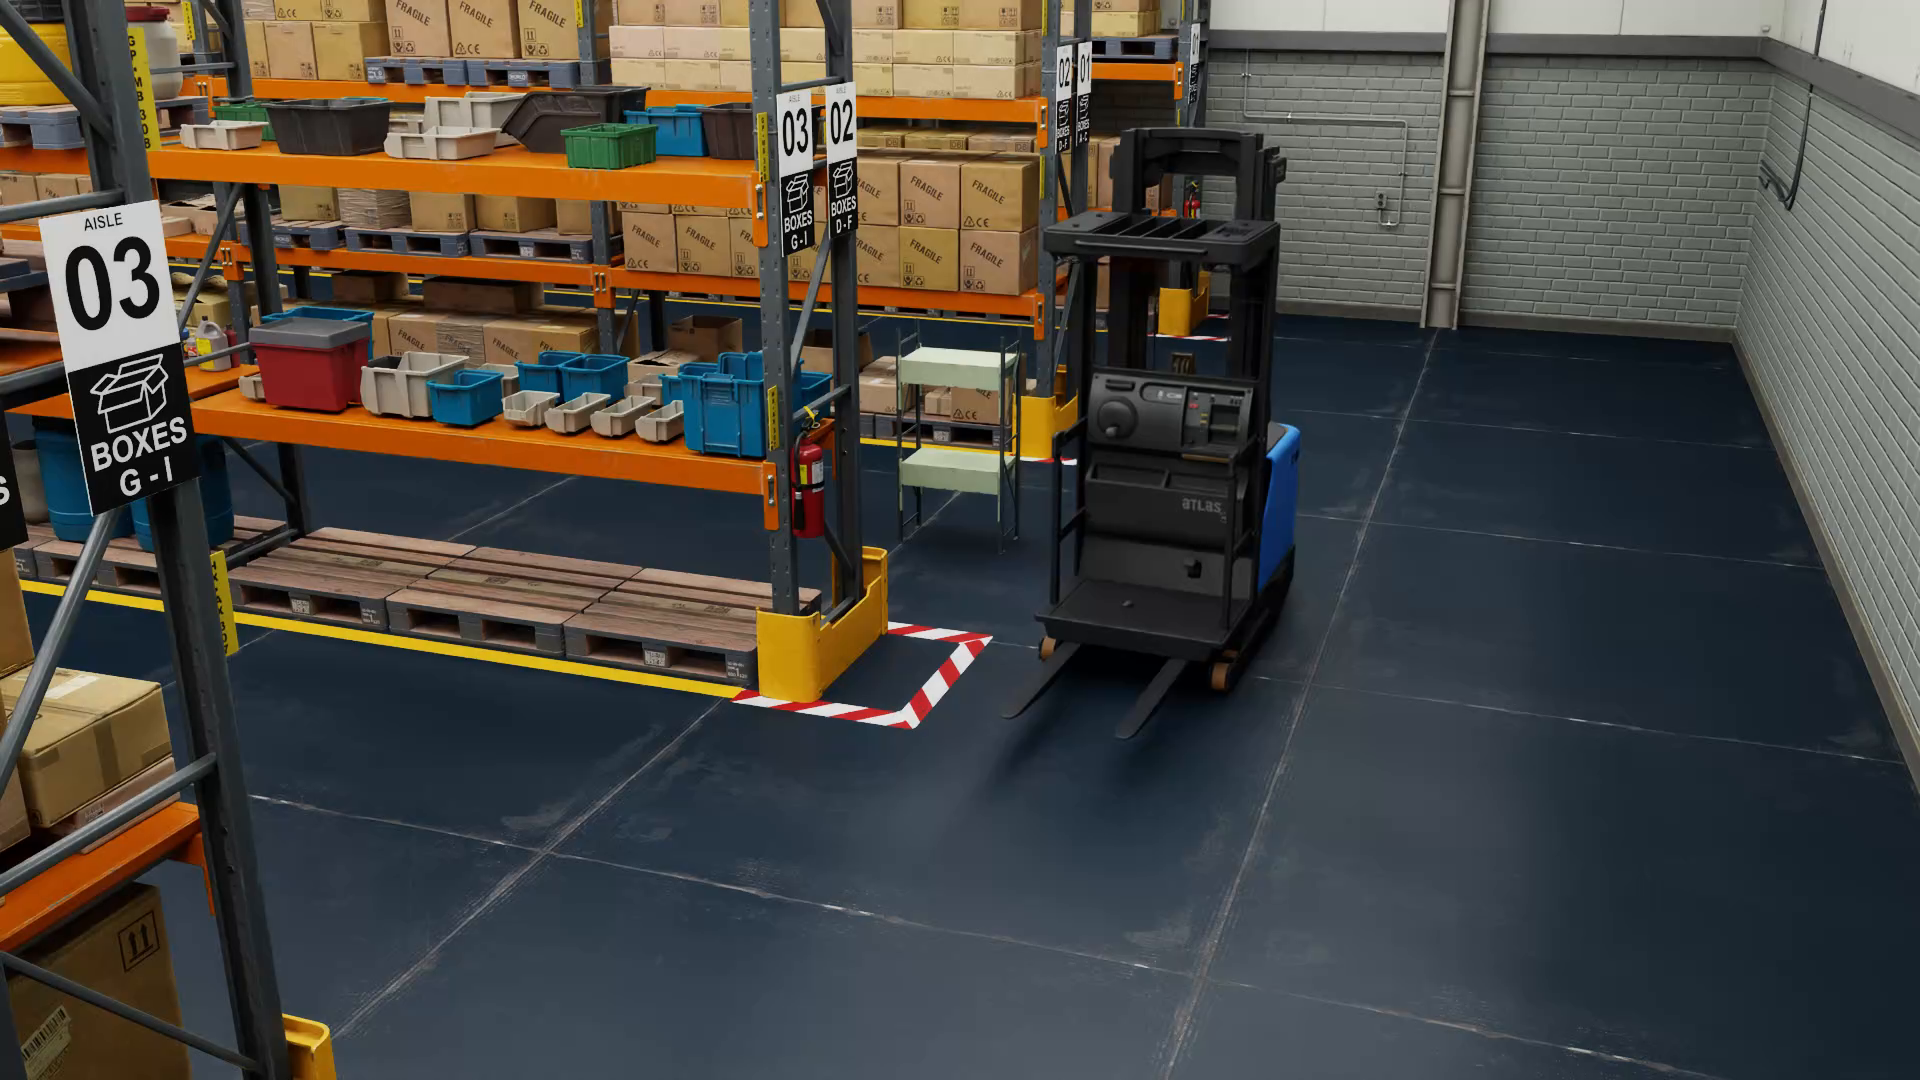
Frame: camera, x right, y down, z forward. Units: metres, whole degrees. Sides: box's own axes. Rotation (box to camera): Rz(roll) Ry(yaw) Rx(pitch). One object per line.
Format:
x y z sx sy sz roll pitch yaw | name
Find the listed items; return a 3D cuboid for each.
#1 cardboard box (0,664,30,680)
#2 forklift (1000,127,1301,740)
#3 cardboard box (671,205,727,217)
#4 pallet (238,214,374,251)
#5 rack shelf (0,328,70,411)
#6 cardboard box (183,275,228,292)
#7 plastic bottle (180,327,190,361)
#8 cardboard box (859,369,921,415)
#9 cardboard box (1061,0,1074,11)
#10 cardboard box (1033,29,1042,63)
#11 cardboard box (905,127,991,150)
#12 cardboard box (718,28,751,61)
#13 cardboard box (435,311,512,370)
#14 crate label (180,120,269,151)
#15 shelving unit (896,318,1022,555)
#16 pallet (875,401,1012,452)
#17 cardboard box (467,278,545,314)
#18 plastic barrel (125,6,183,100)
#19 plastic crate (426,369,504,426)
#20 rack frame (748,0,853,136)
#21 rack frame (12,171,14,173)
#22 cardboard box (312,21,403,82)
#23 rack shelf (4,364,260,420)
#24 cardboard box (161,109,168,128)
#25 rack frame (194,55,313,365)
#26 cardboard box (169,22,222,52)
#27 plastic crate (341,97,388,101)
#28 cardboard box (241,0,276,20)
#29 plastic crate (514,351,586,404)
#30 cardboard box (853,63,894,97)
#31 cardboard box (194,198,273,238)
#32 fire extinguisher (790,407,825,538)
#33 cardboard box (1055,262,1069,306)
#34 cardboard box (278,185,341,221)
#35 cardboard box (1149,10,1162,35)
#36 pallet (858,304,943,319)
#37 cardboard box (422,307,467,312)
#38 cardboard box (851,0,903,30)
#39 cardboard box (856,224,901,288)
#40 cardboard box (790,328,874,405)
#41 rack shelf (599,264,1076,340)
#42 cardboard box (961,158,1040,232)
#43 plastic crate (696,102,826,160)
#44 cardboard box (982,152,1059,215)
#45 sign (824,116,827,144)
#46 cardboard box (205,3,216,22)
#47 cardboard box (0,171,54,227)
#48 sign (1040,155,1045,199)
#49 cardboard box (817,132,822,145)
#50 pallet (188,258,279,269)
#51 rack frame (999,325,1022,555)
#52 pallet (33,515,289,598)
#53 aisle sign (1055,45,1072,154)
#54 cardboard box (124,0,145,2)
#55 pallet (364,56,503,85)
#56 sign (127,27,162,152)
-3.279 0.558 5.194 0.500 0.250 0.500 6 20 17 | cardboard box
1.095 -0.703 9.141 1.130 2.935 3.031 8 21 22 | forklift
-2.104 -3.019 14.010 0.500 0.500 0.500 6 20 16 | cardboard box
-6.060 -2.984 15.871 1.003 0.211 1.213 7 20 18 | pallet
-4.310 -0.475 4.917 4.000 0.370 1.077 7 20 18 | rack shelf
-7.620 -2.493 16.858 0.500 0.311 0.500 6 20 17 | cardboard box
-5.113 -1.298 10.937 0.097 0.271 0.097 0 19 0 | plastic bottle
-0.648 -1.265 14.158 0.500 0.250 0.500 7 20 18 | cardboard box
1.206 -5.799 17.398 0.500 0.500 0.500 7 20 20 | cardboard box
0.434 -3.980 13.348 0.500 0.250 0.500 7 20 18 | cardboard box
-0.128 -4.232 18.704 0.700 0.700 0.980 6 20 17 | cardboard box
-1.625 -4.035 13.505 0.500 0.250 0.500 7 20 18 | cardboard box
-4.443 -1.796 15.300 0.500 0.500 0.500 7 20 19 | cardboard box
-4.206 -2.304 9.471 0.466 0.136 0.293 7 20 18 | crate label
-0.006 -0.709 11.331 0.755 1.500 0.431 7 20 18 | shelving unit
0.009 -1.039 14.237 1.213 0.211 1.003 7 20 18 | pallet
-4.266 -2.312 15.640 0.500 0.250 0.500 7 20 18 | cardboard box
-4.989 -2.968 10.132 0.433 0.535 0.433 0 19 0 | plastic barrel
-2.819 -0.814 9.516 0.300 0.233 0.416 7 20 18 | plastic crate
-0.795 -3.555 8.104 0.127 3.000 1.000 7 20 18 | rack frame
-12.658 -5.531 22.886 0.127 3.000 1.000 7 20 18 | rack frame
-5.327 -4.442 15.053 0.500 0.500 0.910 7 20 18 | cardboard box
-6.463 -1.031 11.069 4.000 0.370 1.077 7 20 18 | rack shelf
-10.373 -5.456 21.730 0.500 0.500 0.500 6 20 16 | cardboard box
-6.723 -3.126 15.987 0.127 3.000 1.000 7 20 18 | rack frame
-7.170 -4.701 15.539 0.500 0.250 0.500 5 20 14 | cardboard box
-3.609 -2.493 9.867 0.300 0.233 0.416 7 20 18 | plastic crate
-6.313 -5.013 15.172 0.500 0.500 0.500 7 20 18 | cardboard box
-2.448 -0.975 9.980 0.300 0.233 0.416 7 20 18 | plastic crate
-0.683 -3.688 13.271 0.500 0.250 0.500 7 20 18 | cardboard box
-7.052 -3.137 16.154 0.500 0.311 0.500 8 21 21 | cardboard box
-0.802 -0.352 8.713 0.183 0.674 0.296 7 20 18 | fire extinguisher
1.289 -2.919 18.553 0.500 0.500 0.700 6 20 18 | cardboard box
-6.091 -3.339 15.807 0.500 0.500 0.700 0 19 0 | cardboard box
1.847 -5.549 17.818 0.500 0.250 0.500 8 21 21 | cardboard box
-0.630 -2.811 19.321 1.213 0.211 1.003 7 20 18 | pallet
-4.776 -2.015 15.928 0.500 0.500 0.500 6 20 16 | cardboard box
-0.609 -4.349 13.268 0.500 0.500 0.700 7 20 18 | cardboard box
-0.639 -2.383 13.705 0.500 0.500 0.500 7 20 18 | cardboard box
-1.168 -1.522 14.509 0.637 0.503 0.797 7 20 18 | cardboard box
-1.055 -2.138 14.246 4.000 0.370 1.077 7 20 18 | rack shelf
0.323 -2.744 13.220 0.500 0.500 0.500 6 20 18 | cardboard box
-1.067 -2.205 8.987 0.590 0.269 0.497 7 20 18 | plastic crate
0.501 -2.911 13.700 0.500 0.500 0.500 7 20 20 | cardboard box
-1.491 -4.574 18.503 0.005 0.325 0.100 7 20 18 | sign
-9.440 -6.550 21.070 0.500 0.500 0.500 7 20 20 | cardboard box
-9.284 -3.460 16.794 0.500 0.500 0.500 8 21 22 | cardboard box
0.633 -2.788 12.777 0.005 0.325 0.100 7 20 18 | sign
-1.841 -4.403 19.017 0.500 0.500 0.500 6 20 17 | cardboard box
-9.526 -3.844 22.282 1.213 0.211 1.003 7 20 18 | pallet
0.339 -0.669 11.218 0.023 1.500 0.400 7 20 18 | rack frame
-5.289 0.066 11.066 1.213 0.211 1.003 7 20 18 | pallet
0.798 -3.387 12.786 0.004 0.787 0.394 7 20 18 | aisle sign
-10.460 -7.123 21.195 0.500 0.500 0.500 6 20 16 | cardboard box
-4.518 -4.225 14.868 1.003 0.211 1.213 7 20 18 | pallet
-2.233 -1.221 4.516 0.005 0.325 0.100 7 20 18 | sign
